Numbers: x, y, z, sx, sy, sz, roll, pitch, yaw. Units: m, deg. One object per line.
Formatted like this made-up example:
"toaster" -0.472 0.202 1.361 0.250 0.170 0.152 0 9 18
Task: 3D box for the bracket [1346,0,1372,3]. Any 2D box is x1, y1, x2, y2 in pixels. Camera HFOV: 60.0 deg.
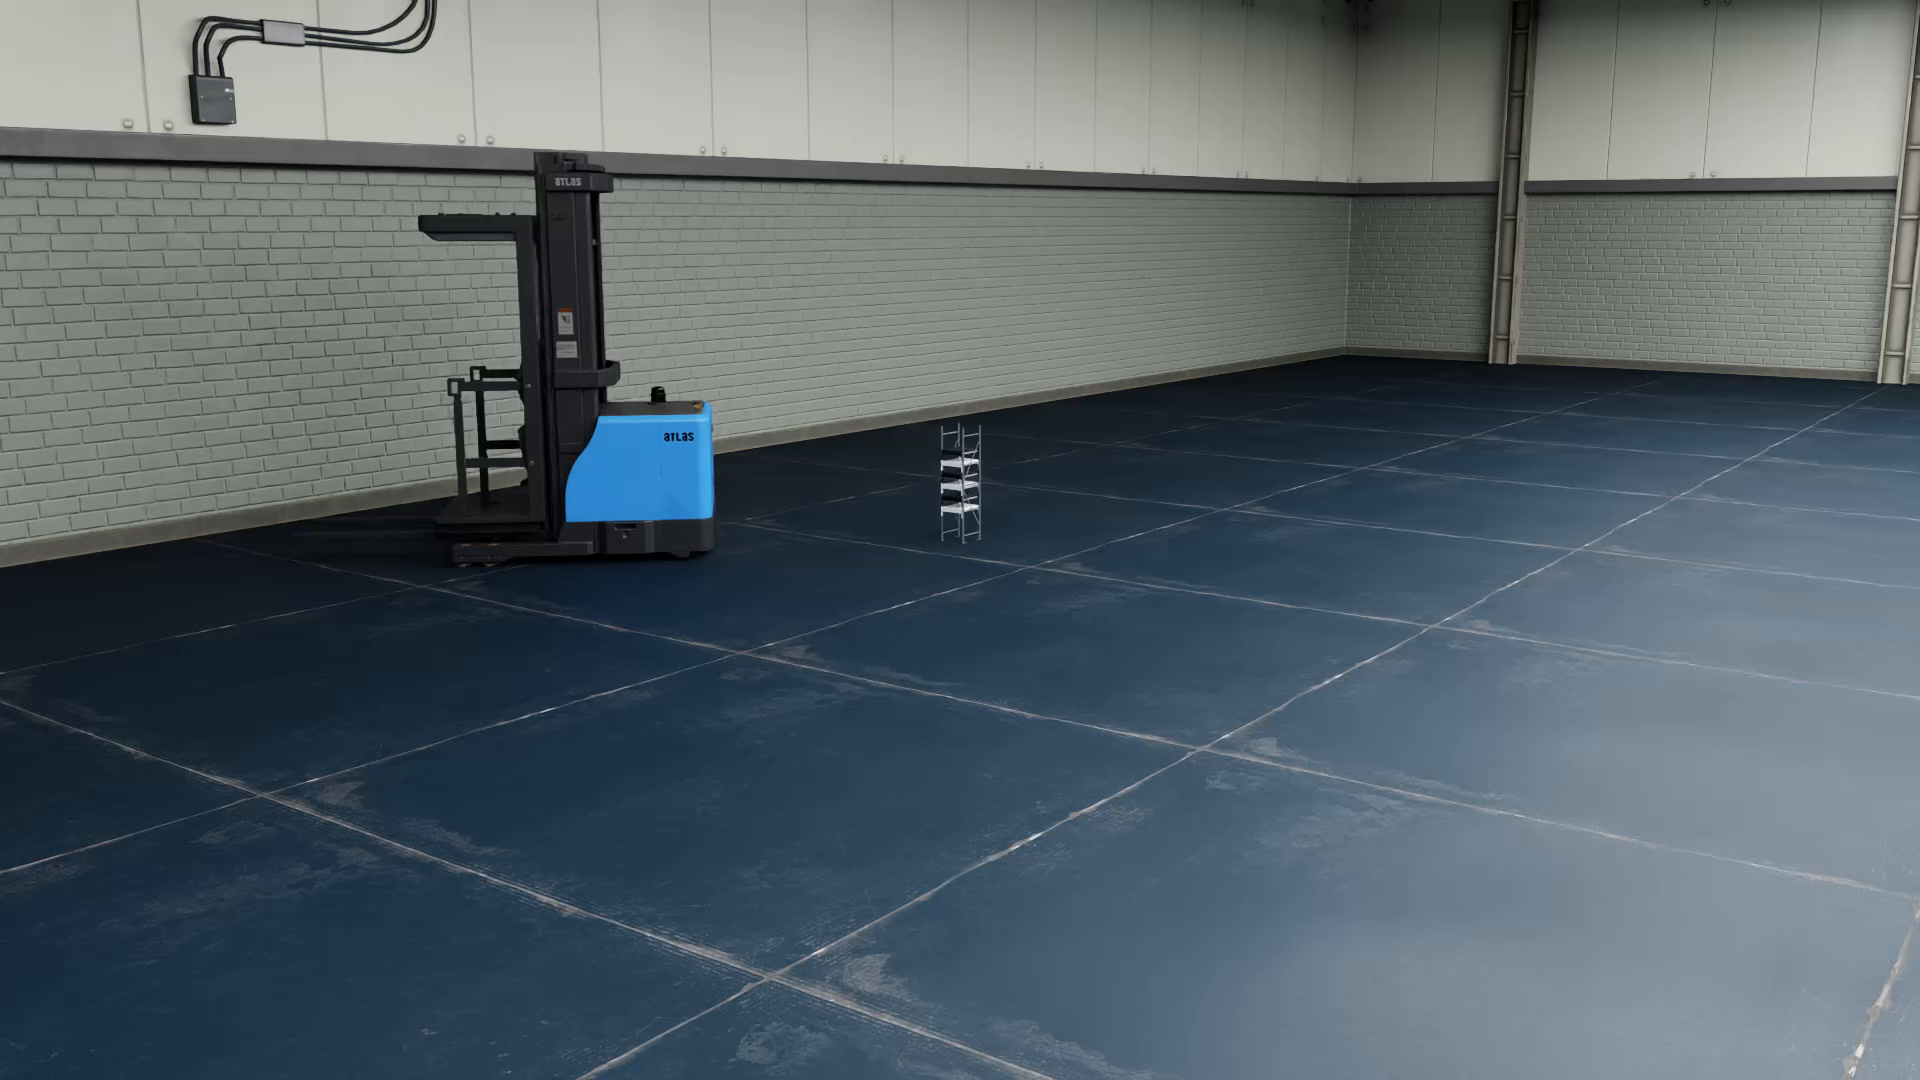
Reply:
"bracket" 6.983 -9.521 29.075 0.430 0.232 0.235 8 13 36

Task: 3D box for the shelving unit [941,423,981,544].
"shelving unit" 0.007 -0.441 12.939 0.210 0.900 0.258 8 13 36

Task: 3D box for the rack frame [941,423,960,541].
"rack frame" -0.075 -0.452 12.999 0.006 0.900 0.240 8 13 36

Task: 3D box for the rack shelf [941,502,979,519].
"rack shelf" 0.007 -0.231 12.980 0.200 0.077 0.258 8 13 36

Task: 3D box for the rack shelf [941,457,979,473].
"rack shelf" 0.007 -0.585 12.912 0.200 0.077 0.258 8 13 36

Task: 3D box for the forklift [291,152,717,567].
"forklift" -3.373 -1.350 12.291 3.031 2.935 1.130 -1 11 -7

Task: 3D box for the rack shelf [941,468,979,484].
"rack shelf" 0.007 -0.497 12.929 0.200 0.077 0.258 8 13 36

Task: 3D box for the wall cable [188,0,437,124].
"wall cable" -5.167 -6.328 13.092 0.169 6.003 2.305 8 13 36

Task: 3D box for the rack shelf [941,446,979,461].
"rack shelf" 0.007 -0.673 12.895 0.200 0.077 0.258 8 13 36

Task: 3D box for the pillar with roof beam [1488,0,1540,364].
"pillar with roof beam" 6.890 -6.836 24.673 0.548 9.000 9.100 8 13 36

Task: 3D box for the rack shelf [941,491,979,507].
"rack shelf" 0.007 -0.320 12.963 0.200 0.077 0.258 8 13 36

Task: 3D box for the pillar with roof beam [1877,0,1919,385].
"pillar with roof beam" 11.726 -6.161 21.186 0.400 9.000 9.100 8 13 36

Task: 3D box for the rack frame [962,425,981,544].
"rack frame" 0.088 -0.429 12.880 0.006 0.900 0.240 8 13 36

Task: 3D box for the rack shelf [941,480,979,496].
"rack shelf" 0.007 -0.408 12.946 0.200 0.077 0.258 8 13 36
